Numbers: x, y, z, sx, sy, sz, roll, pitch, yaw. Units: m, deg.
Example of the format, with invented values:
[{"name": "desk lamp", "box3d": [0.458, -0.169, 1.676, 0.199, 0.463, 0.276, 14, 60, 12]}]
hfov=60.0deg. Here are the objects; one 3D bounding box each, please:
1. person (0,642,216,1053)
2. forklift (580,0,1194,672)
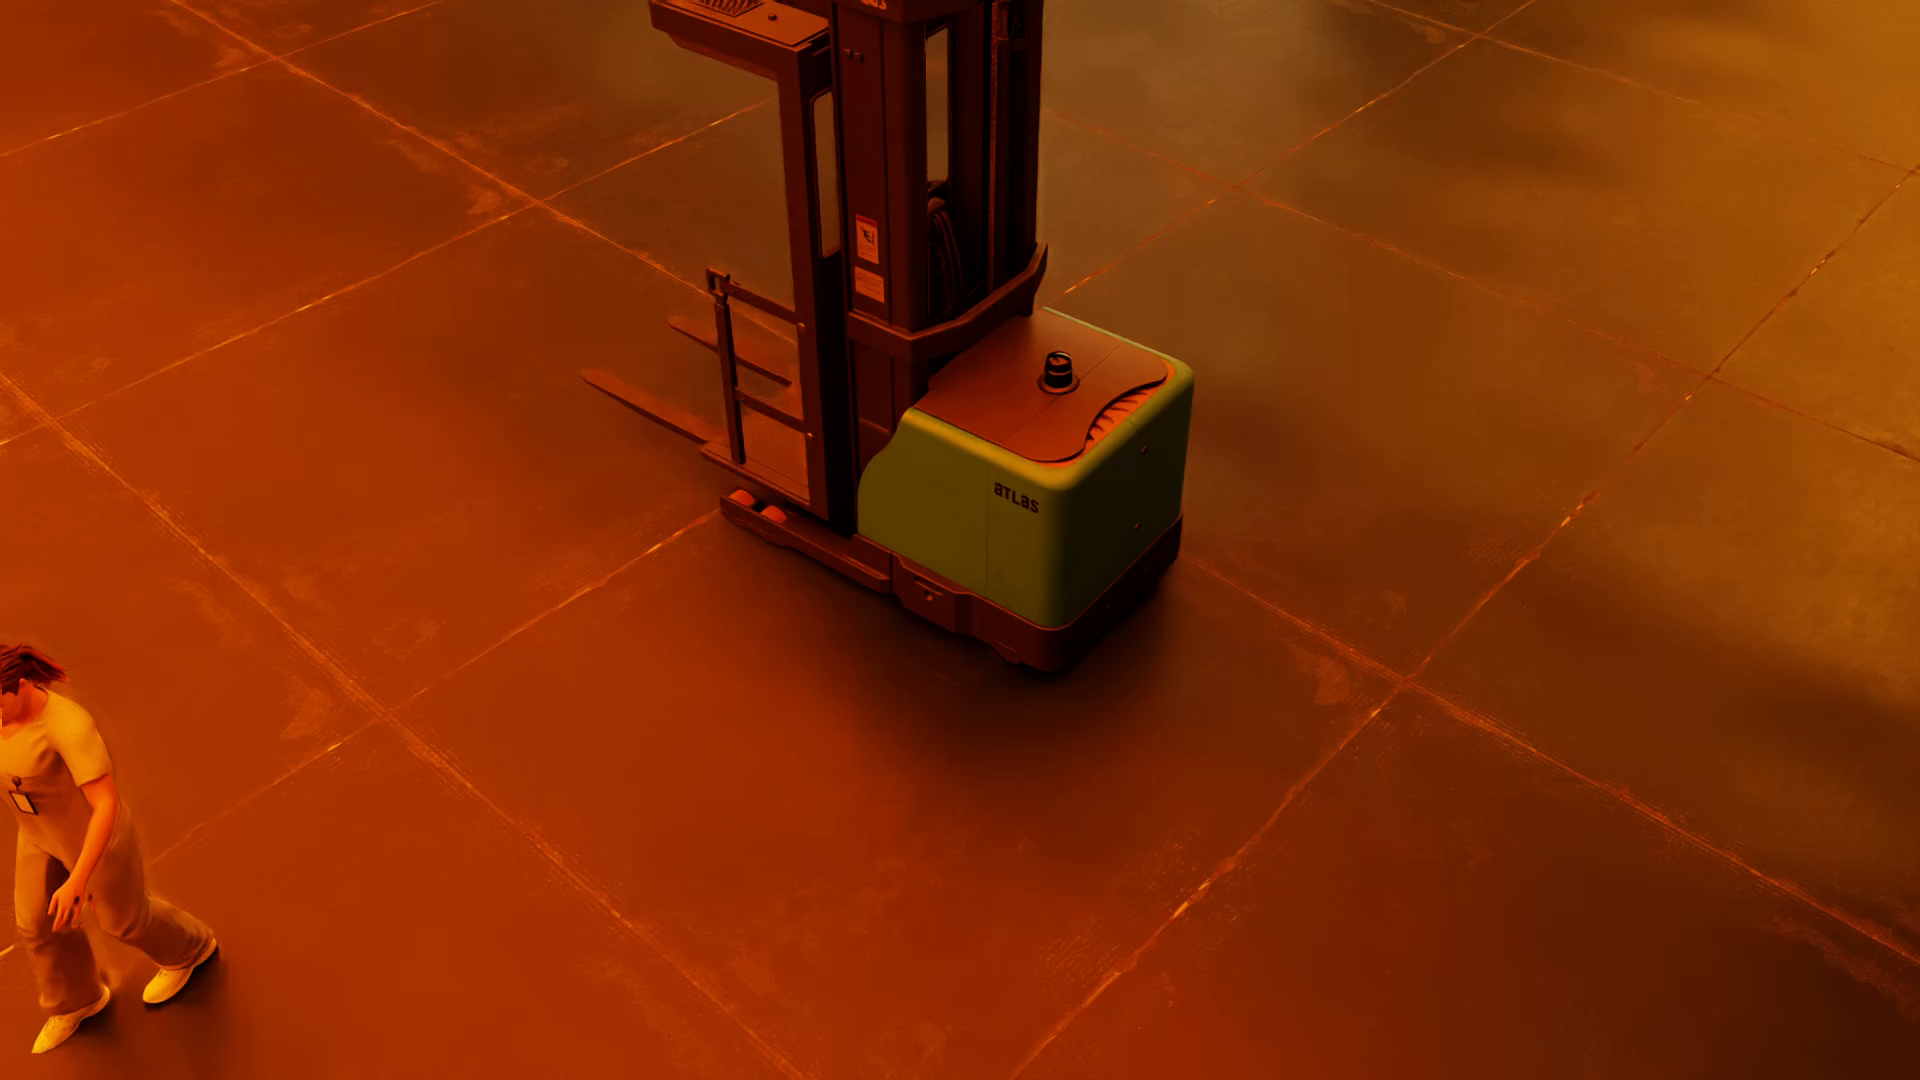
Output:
[{"name": "person", "box3d": [-2.898, 0.994, 5.286, 0.884, 1.690, 0.630, 19, 44, 21]}, {"name": "forklift", "box3d": [-0.493, -1.349, 7.000, 3.031, 2.935, 1.130, 26, 47, 27]}]
